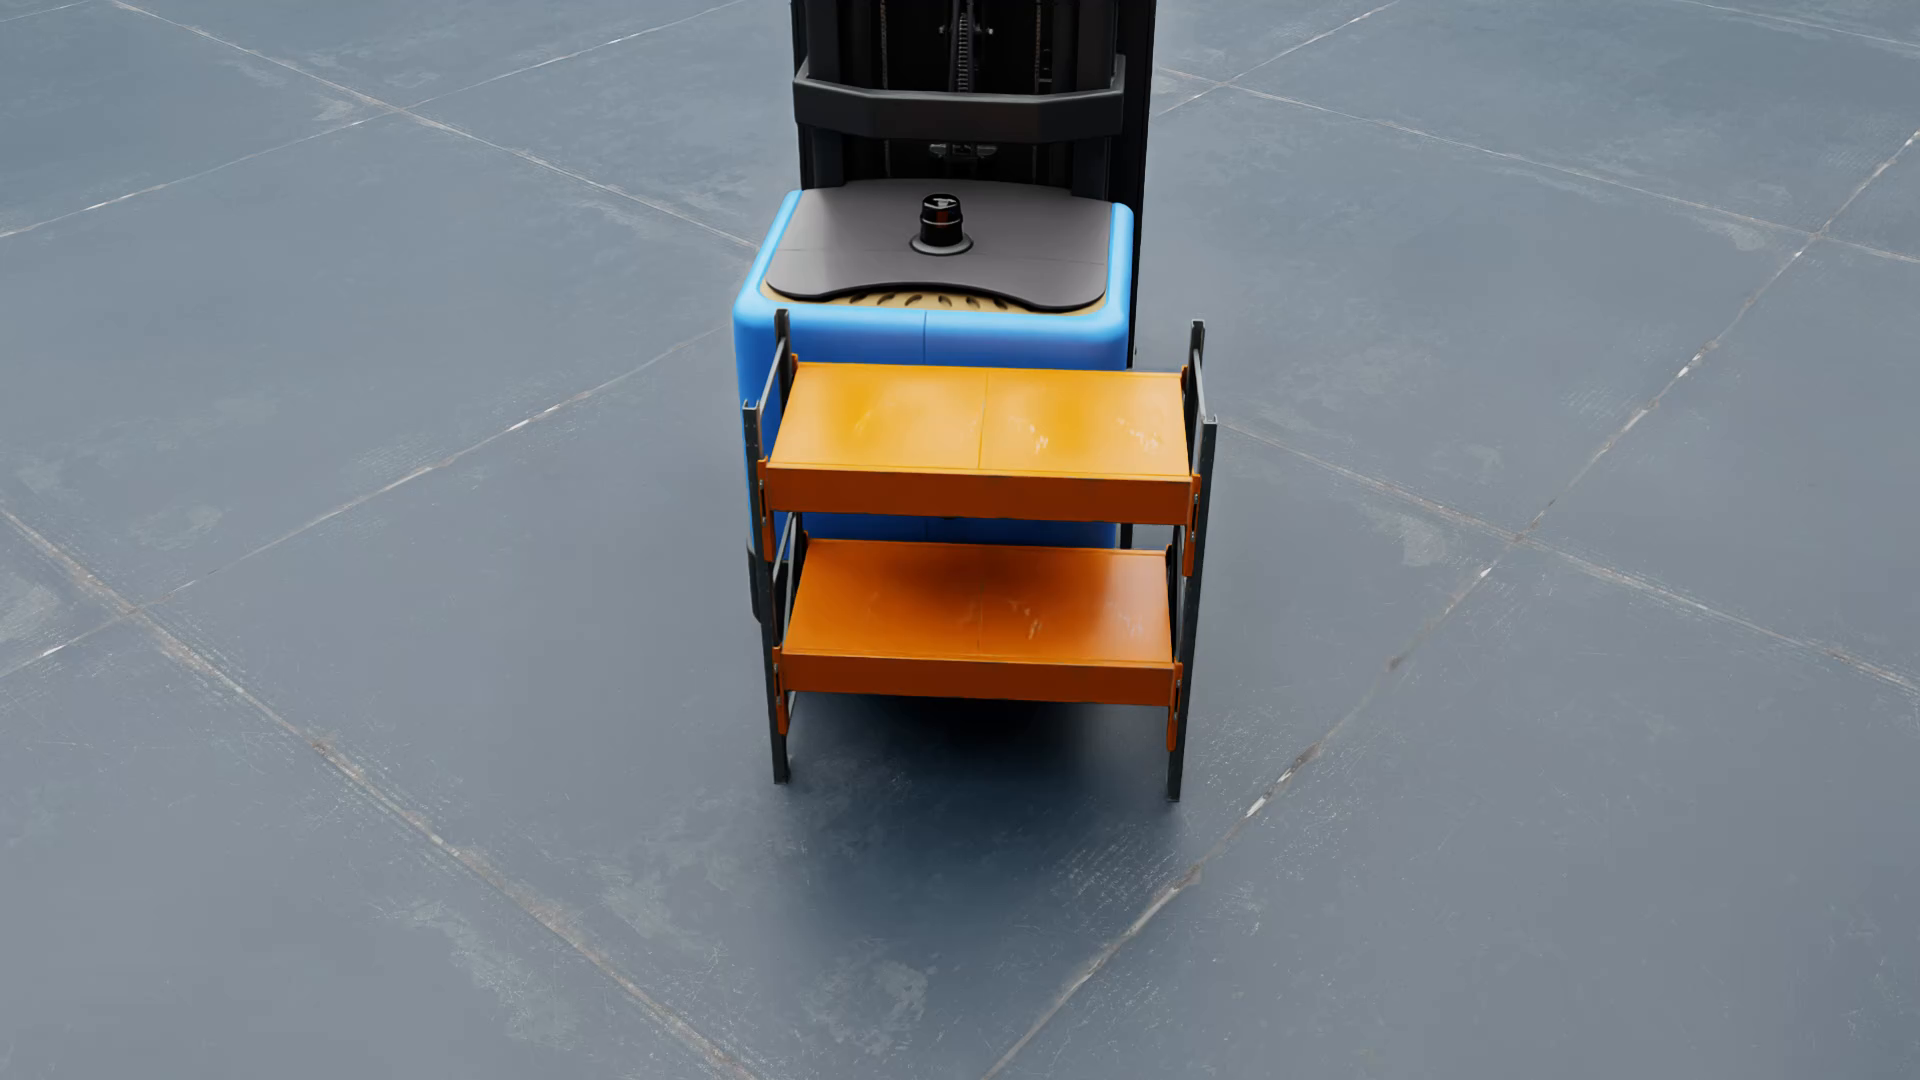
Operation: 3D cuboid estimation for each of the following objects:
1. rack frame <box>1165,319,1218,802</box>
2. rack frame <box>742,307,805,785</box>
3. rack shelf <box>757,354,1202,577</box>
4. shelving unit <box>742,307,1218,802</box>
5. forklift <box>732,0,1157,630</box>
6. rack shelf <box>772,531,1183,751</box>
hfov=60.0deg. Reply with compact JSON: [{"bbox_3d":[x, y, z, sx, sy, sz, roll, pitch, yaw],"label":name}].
[{"bbox_3d":[0.563,0.068,4.157,0.032,1.125,0.500,2,35,3],"label":"rack frame"},{"bbox_3d":[-0.452,0.032,4.209,0.032,1.125,0.500,2,35,3],"label":"rack frame"},{"bbox_3d":[0.056,-0.191,4.017,1.000,0.278,0.538,2,35,3],"label":"rack shelf"},{"bbox_3d":[0.056,0.050,4.183,1.048,1.125,0.538,2,35,3],"label":"shelving unit"},{"bbox_3d":[0.065,-1.720,5.165,1.130,2.935,3.031,3,35,5],"label":"forklift"},{"bbox_3d":[0.056,0.252,4.321,1.000,0.278,0.538,2,35,3],"label":"rack shelf"}]
